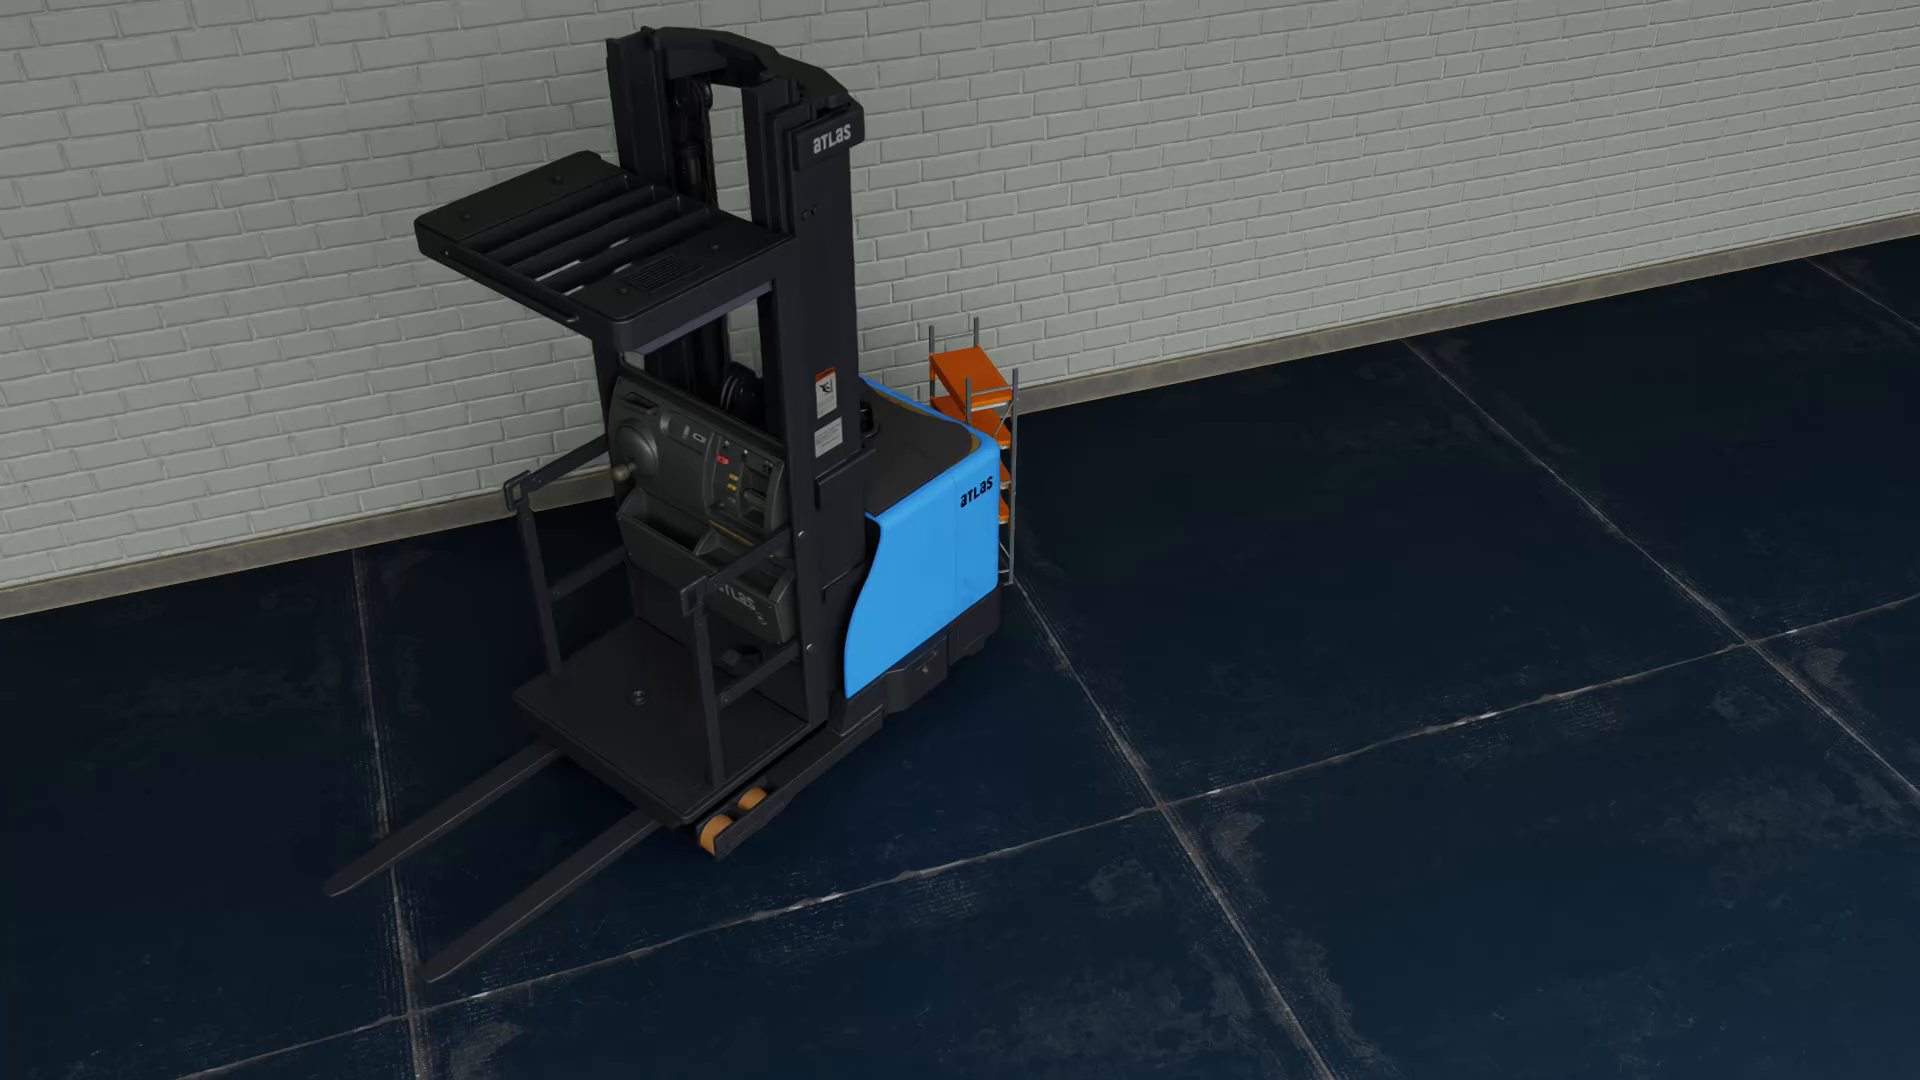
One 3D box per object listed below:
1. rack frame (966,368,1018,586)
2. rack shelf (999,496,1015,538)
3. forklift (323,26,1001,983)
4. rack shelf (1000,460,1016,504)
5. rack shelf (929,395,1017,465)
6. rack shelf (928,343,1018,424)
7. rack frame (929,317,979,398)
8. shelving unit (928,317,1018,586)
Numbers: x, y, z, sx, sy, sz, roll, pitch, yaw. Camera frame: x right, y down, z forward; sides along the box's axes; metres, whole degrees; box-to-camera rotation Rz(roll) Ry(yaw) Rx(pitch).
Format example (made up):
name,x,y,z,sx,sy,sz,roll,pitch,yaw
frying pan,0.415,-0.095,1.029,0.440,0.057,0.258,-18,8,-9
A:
name,x,y,z,sx,sy,sz,roll,pitch,yaw
rack frame,0.141,-0.248,7.642,0.240,1.200,0.015,-12,39,-16
rack shelf,0.057,-0.173,7.985,0.258,0.148,0.480,-12,39,-16
forklift,-1.149,-0.253,6.211,1.130,2.935,3.031,27,45,31
rack shelf,0.057,-0.332,7.866,0.258,0.148,0.480,-12,39,-16
rack shelf,0.057,-0.511,7.731,0.258,0.148,0.480,-12,39,-16
rack shelf,0.057,-0.700,7.589,0.258,0.148,0.480,-12,39,-16
rack frame,-0.027,-0.524,8.008,0.240,1.200,0.015,-12,39,-16
shelving unit,0.057,-0.386,7.825,0.258,1.200,0.503,-12,39,-16
